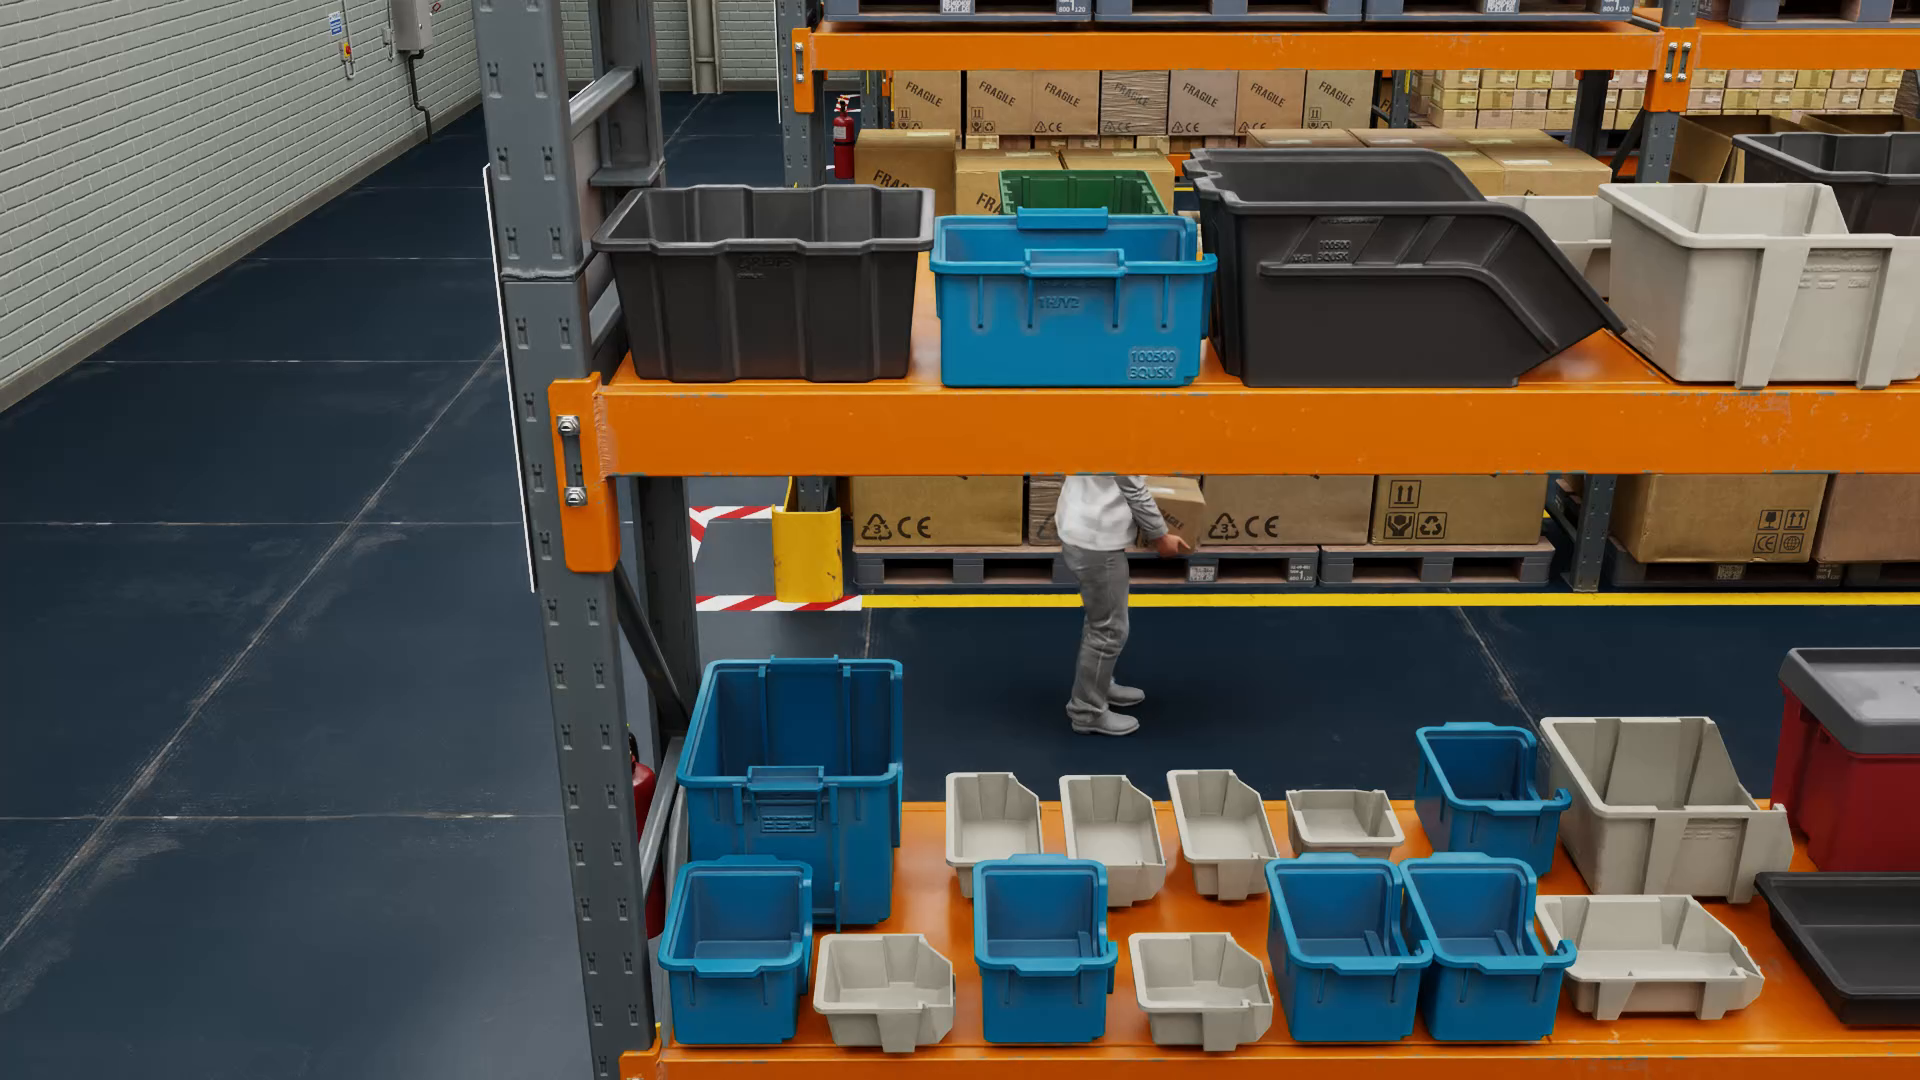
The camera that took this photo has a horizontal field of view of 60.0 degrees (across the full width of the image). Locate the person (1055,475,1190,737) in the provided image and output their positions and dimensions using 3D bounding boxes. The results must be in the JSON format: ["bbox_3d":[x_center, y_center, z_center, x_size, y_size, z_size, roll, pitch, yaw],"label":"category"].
[{"bbox_3d":[0.688,-0.029,7.143,0.557,1.772,0.494,-1,24,-1],"label":"person"}]
